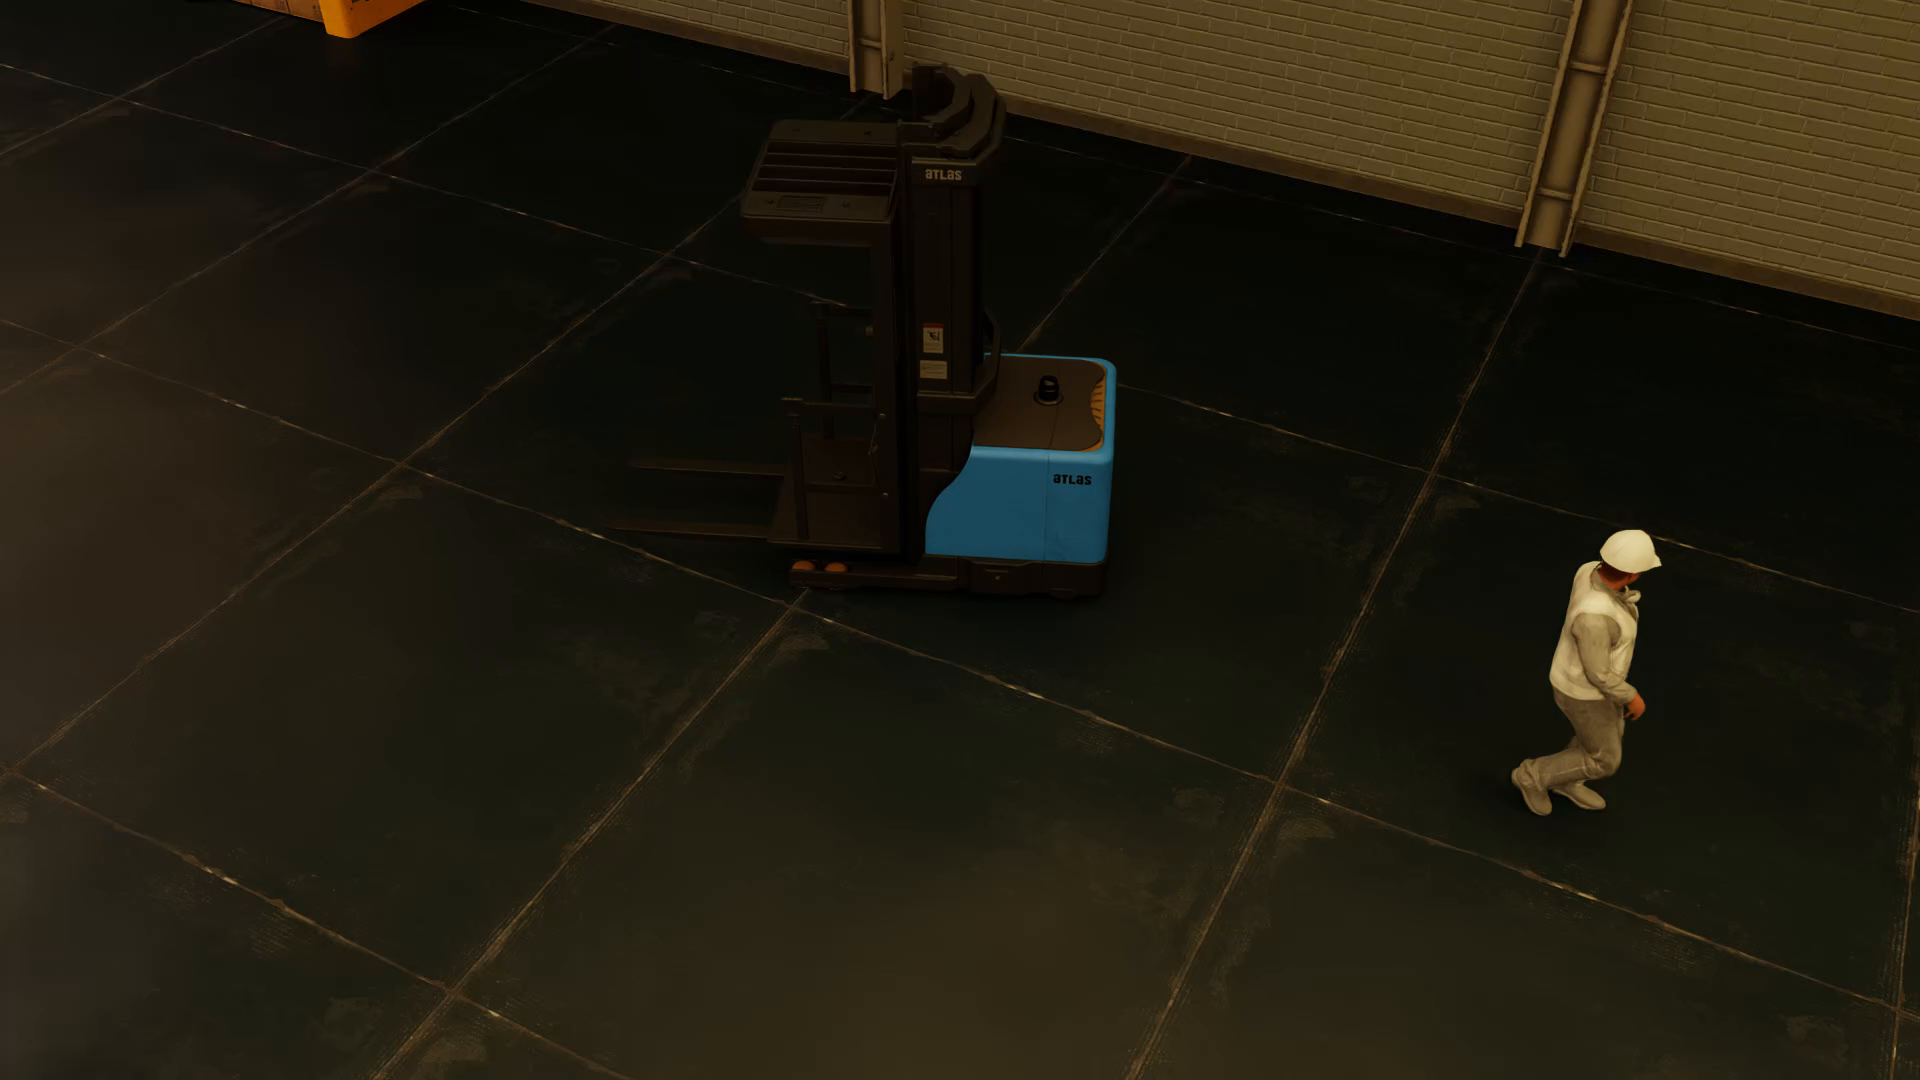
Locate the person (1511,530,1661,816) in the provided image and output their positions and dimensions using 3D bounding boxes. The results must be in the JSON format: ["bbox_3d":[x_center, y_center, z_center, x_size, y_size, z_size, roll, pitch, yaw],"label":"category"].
[{"bbox_3d":[3.141,0.644,8.157,0.496,1.731,0.739,20,44,22],"label":"person"}]

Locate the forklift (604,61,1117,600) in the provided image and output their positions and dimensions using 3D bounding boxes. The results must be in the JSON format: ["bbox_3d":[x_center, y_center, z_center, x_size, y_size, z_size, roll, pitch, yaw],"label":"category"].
[{"bbox_3d":[-0.606,-1.157,9.360,3.031,2.935,1.130,3,40,4],"label":"forklift"}]
